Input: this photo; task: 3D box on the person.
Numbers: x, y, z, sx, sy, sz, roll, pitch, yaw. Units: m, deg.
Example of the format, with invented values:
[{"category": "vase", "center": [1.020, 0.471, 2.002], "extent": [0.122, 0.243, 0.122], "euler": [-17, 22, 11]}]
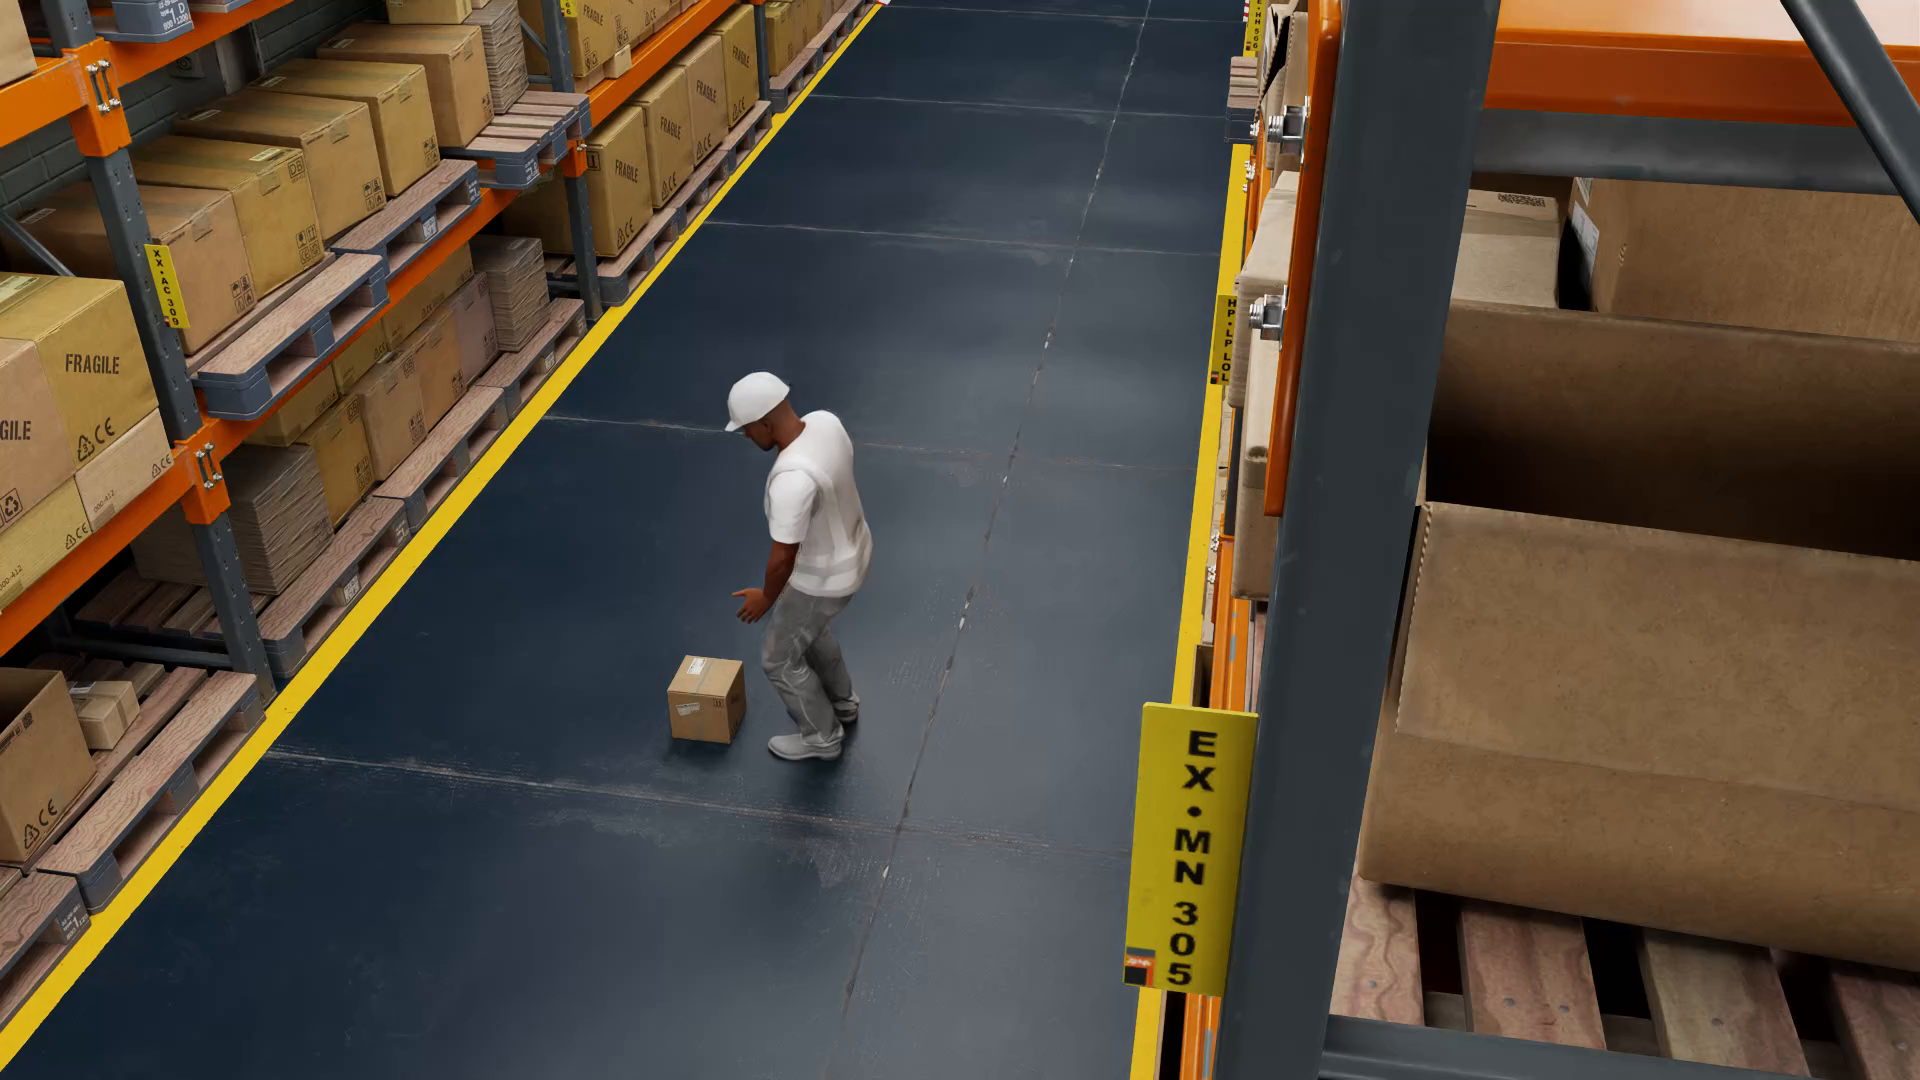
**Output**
[{"category": "person", "center": [-0.618, 0.115, 6.513], "extent": [0.511, 1.682, 0.602], "euler": [6, 33, 9]}]
